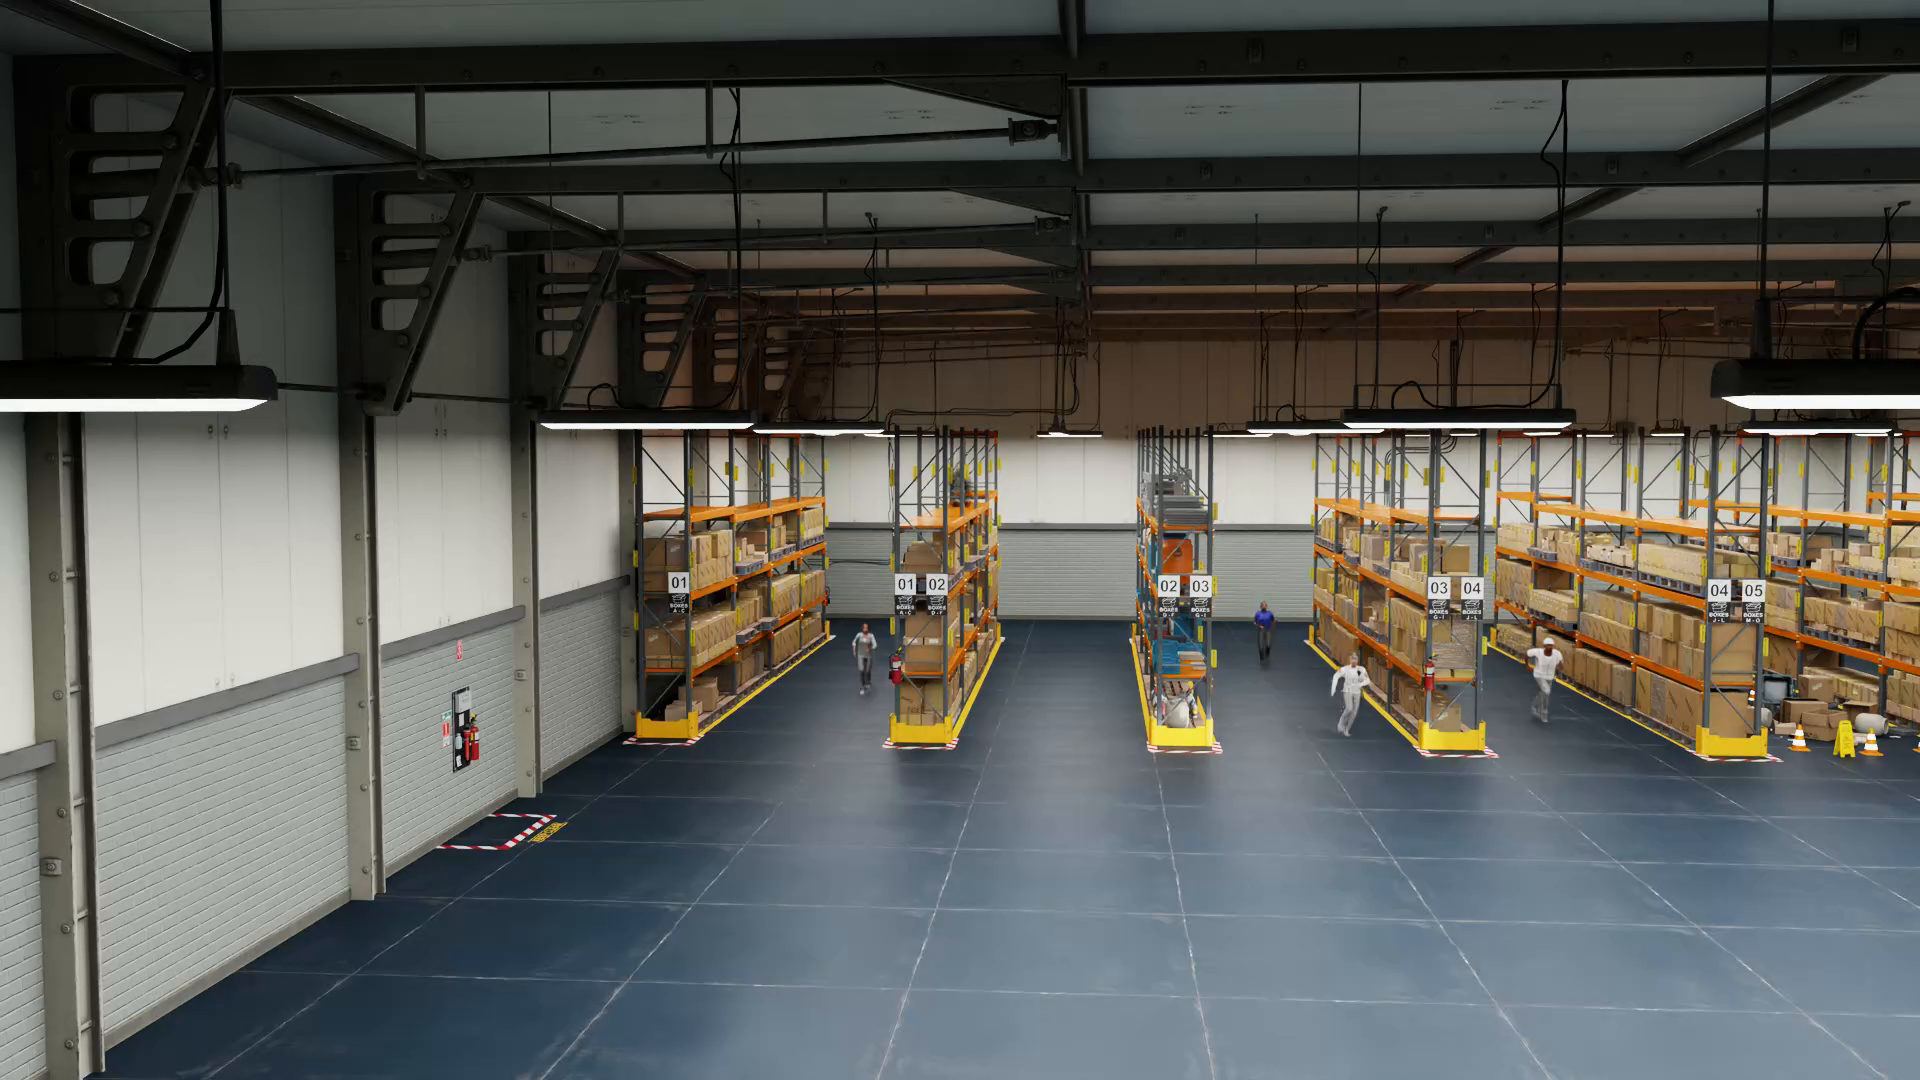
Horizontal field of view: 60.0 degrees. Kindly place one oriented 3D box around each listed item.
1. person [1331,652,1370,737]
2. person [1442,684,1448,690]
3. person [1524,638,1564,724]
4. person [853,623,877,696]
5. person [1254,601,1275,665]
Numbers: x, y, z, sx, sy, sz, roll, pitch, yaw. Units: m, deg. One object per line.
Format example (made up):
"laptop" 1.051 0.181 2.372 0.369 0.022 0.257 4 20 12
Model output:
"person" 7.559 2.980 32.124 0.687 1.650 0.580 0 3 -2
"person" 11.311 2.599 38.517 0.641 1.704 0.928 1 4 13
"person" 11.857 2.833 33.796 0.686 1.750 0.940 -1 3 -10
"person" -2.139 2.685 37.492 0.547 1.624 0.705 0 3 -3
"person" 7.750 2.374 42.272 0.562 1.618 0.562 0 3 5
